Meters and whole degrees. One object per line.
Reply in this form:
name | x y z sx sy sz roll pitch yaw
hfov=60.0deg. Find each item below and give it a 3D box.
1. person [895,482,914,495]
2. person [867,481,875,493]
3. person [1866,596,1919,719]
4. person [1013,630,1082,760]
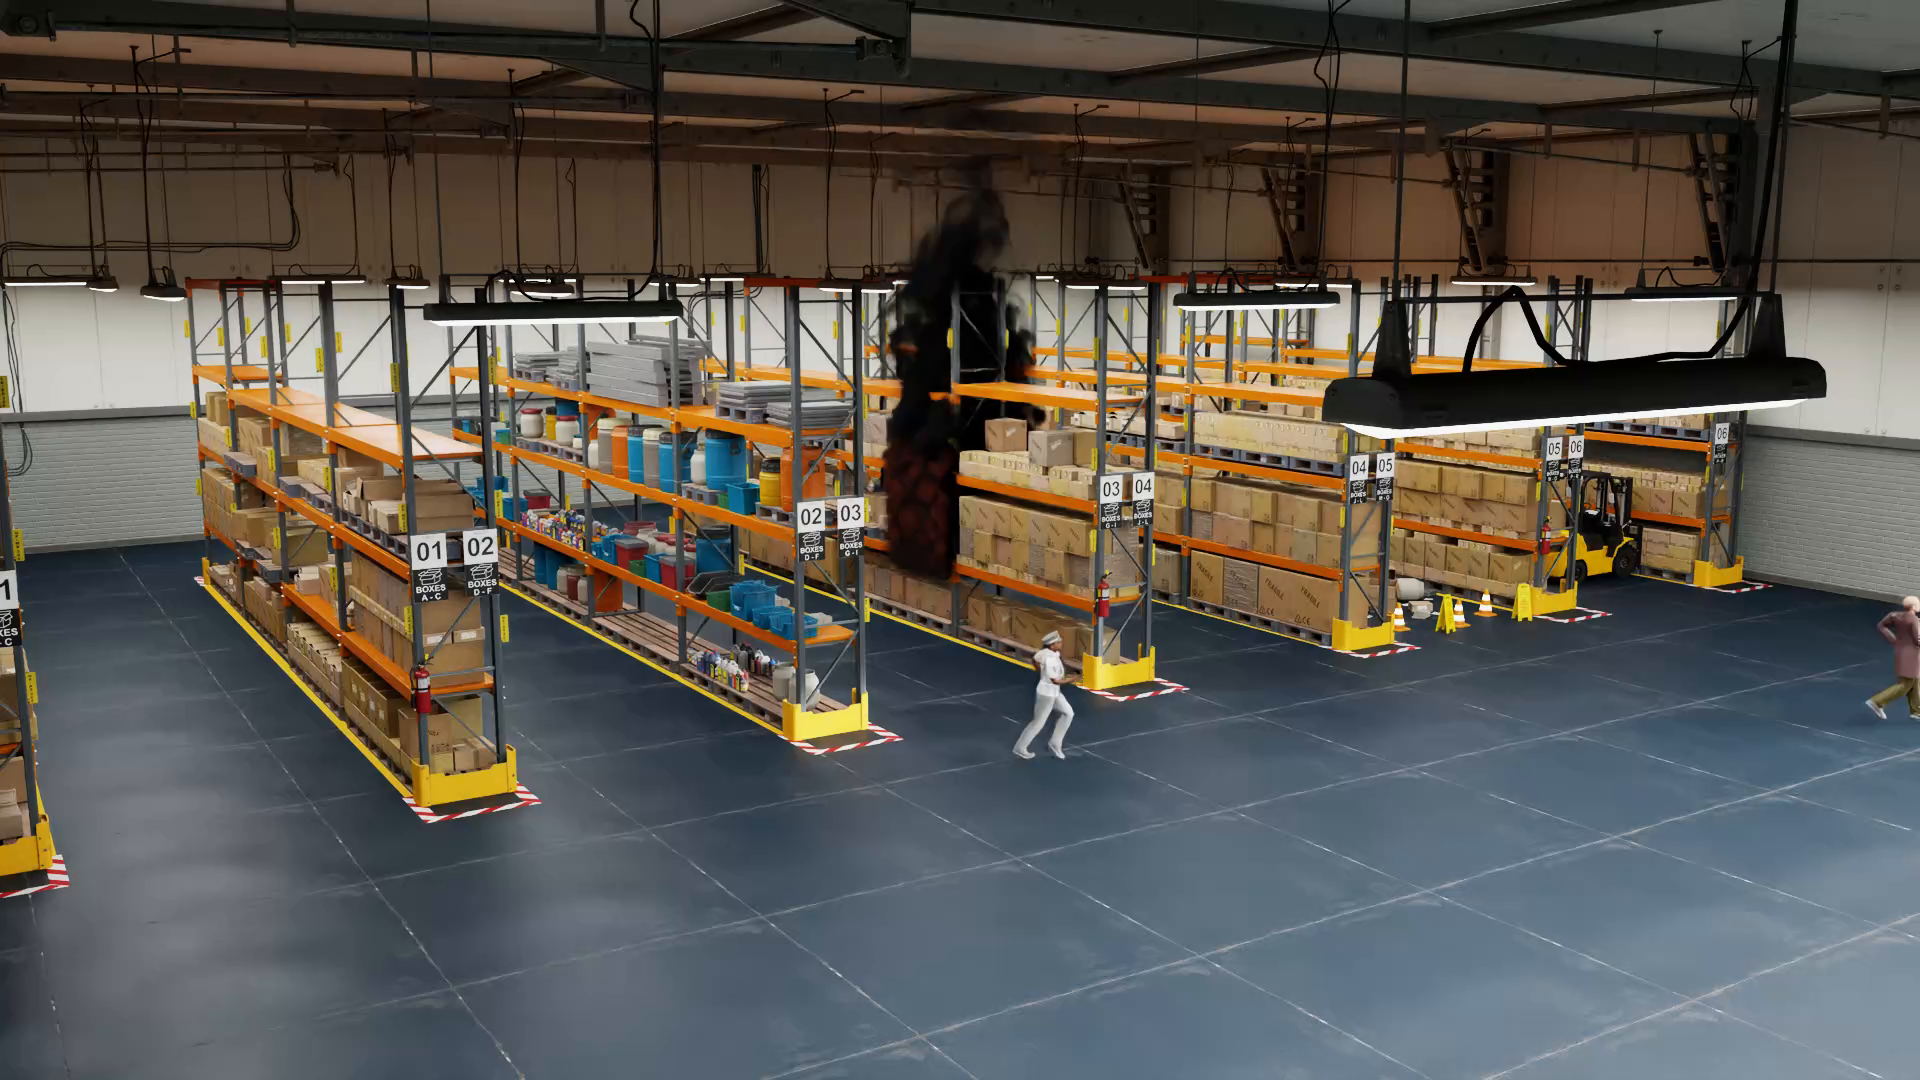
person | -1.437 -1.590 42.627 0.740 1.660 0.612 -6 11 -31
person | -1.900 -0.414 35.239 0.607 1.689 0.935 -7 12 -36
person | 12.971 1.684 22.798 1.049 1.695 0.710 0 10 1
person | 1.117 1.979 21.182 0.868 1.718 0.583 1 10 6
